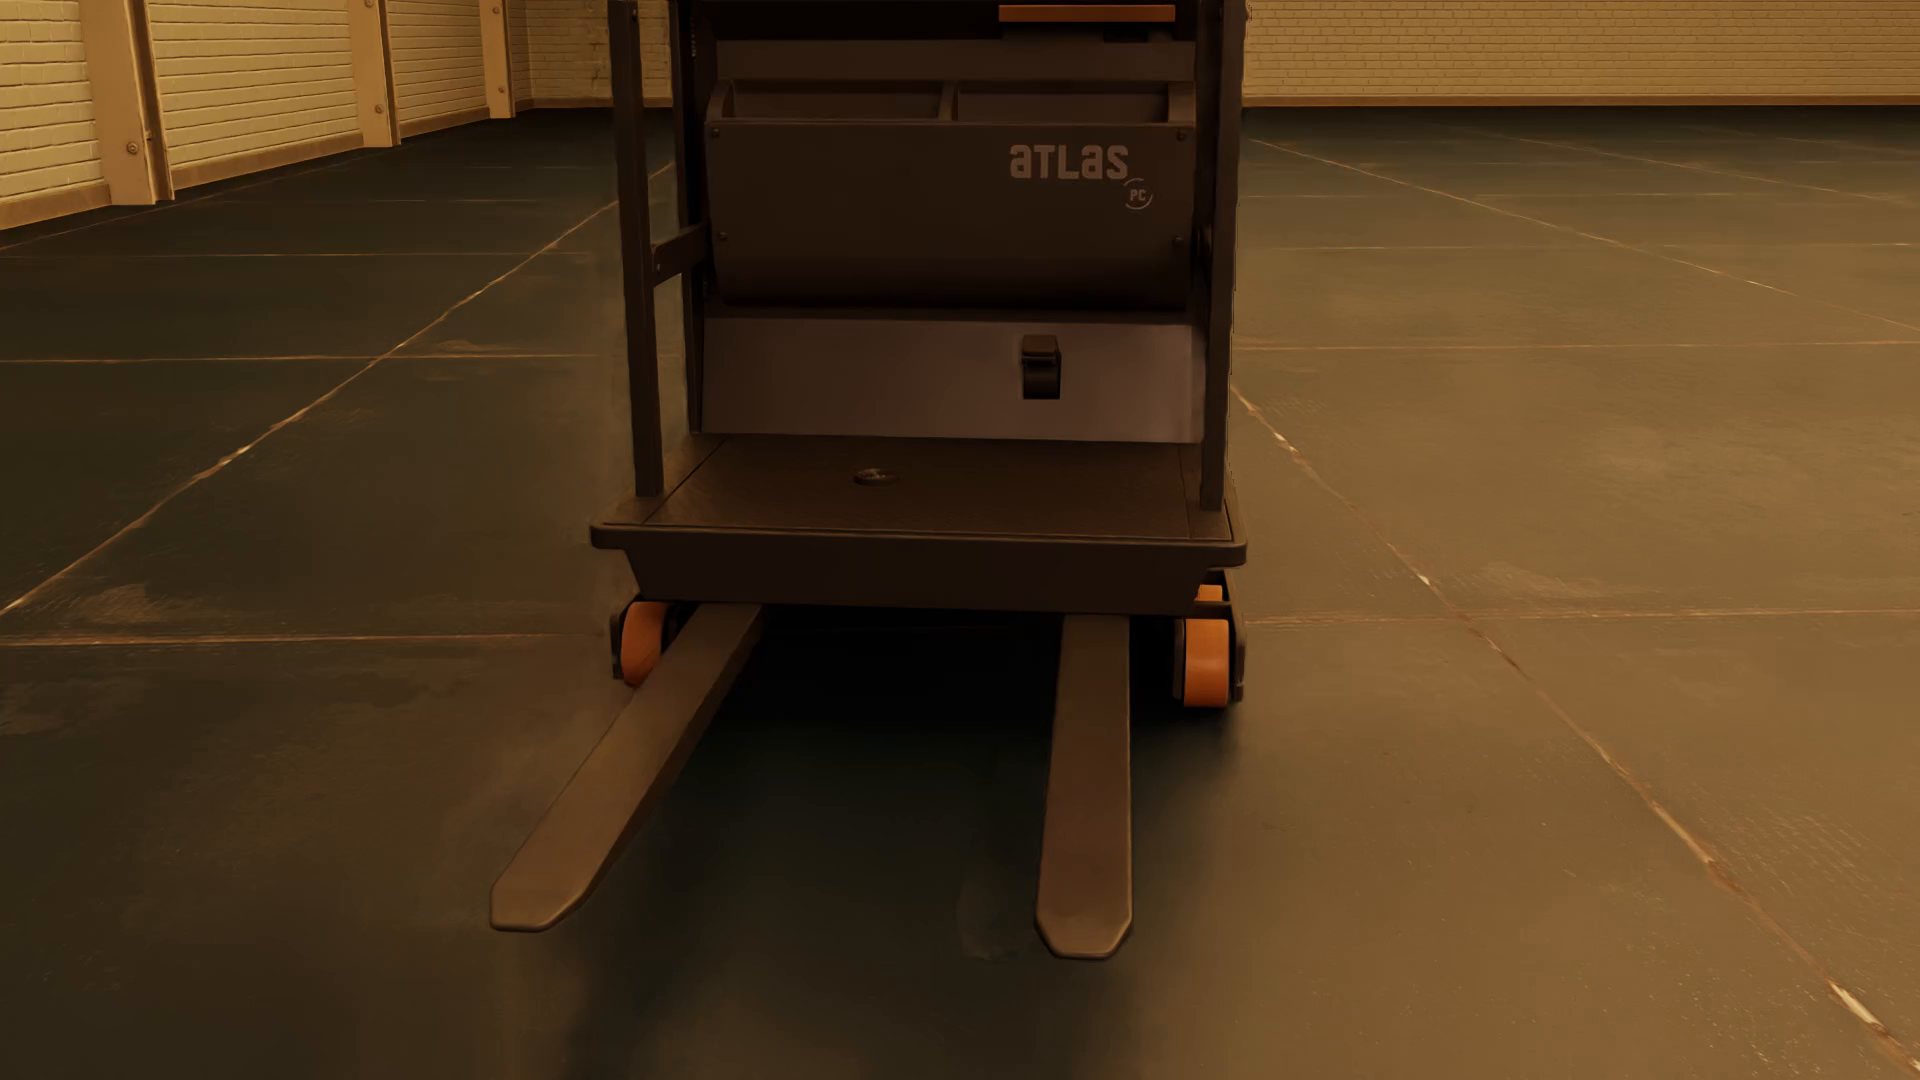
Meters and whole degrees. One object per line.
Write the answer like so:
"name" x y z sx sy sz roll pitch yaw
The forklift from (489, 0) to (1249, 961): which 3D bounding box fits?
"forklift" -0.036 -1.204 2.843 1.130 2.935 3.031 2 17 5
